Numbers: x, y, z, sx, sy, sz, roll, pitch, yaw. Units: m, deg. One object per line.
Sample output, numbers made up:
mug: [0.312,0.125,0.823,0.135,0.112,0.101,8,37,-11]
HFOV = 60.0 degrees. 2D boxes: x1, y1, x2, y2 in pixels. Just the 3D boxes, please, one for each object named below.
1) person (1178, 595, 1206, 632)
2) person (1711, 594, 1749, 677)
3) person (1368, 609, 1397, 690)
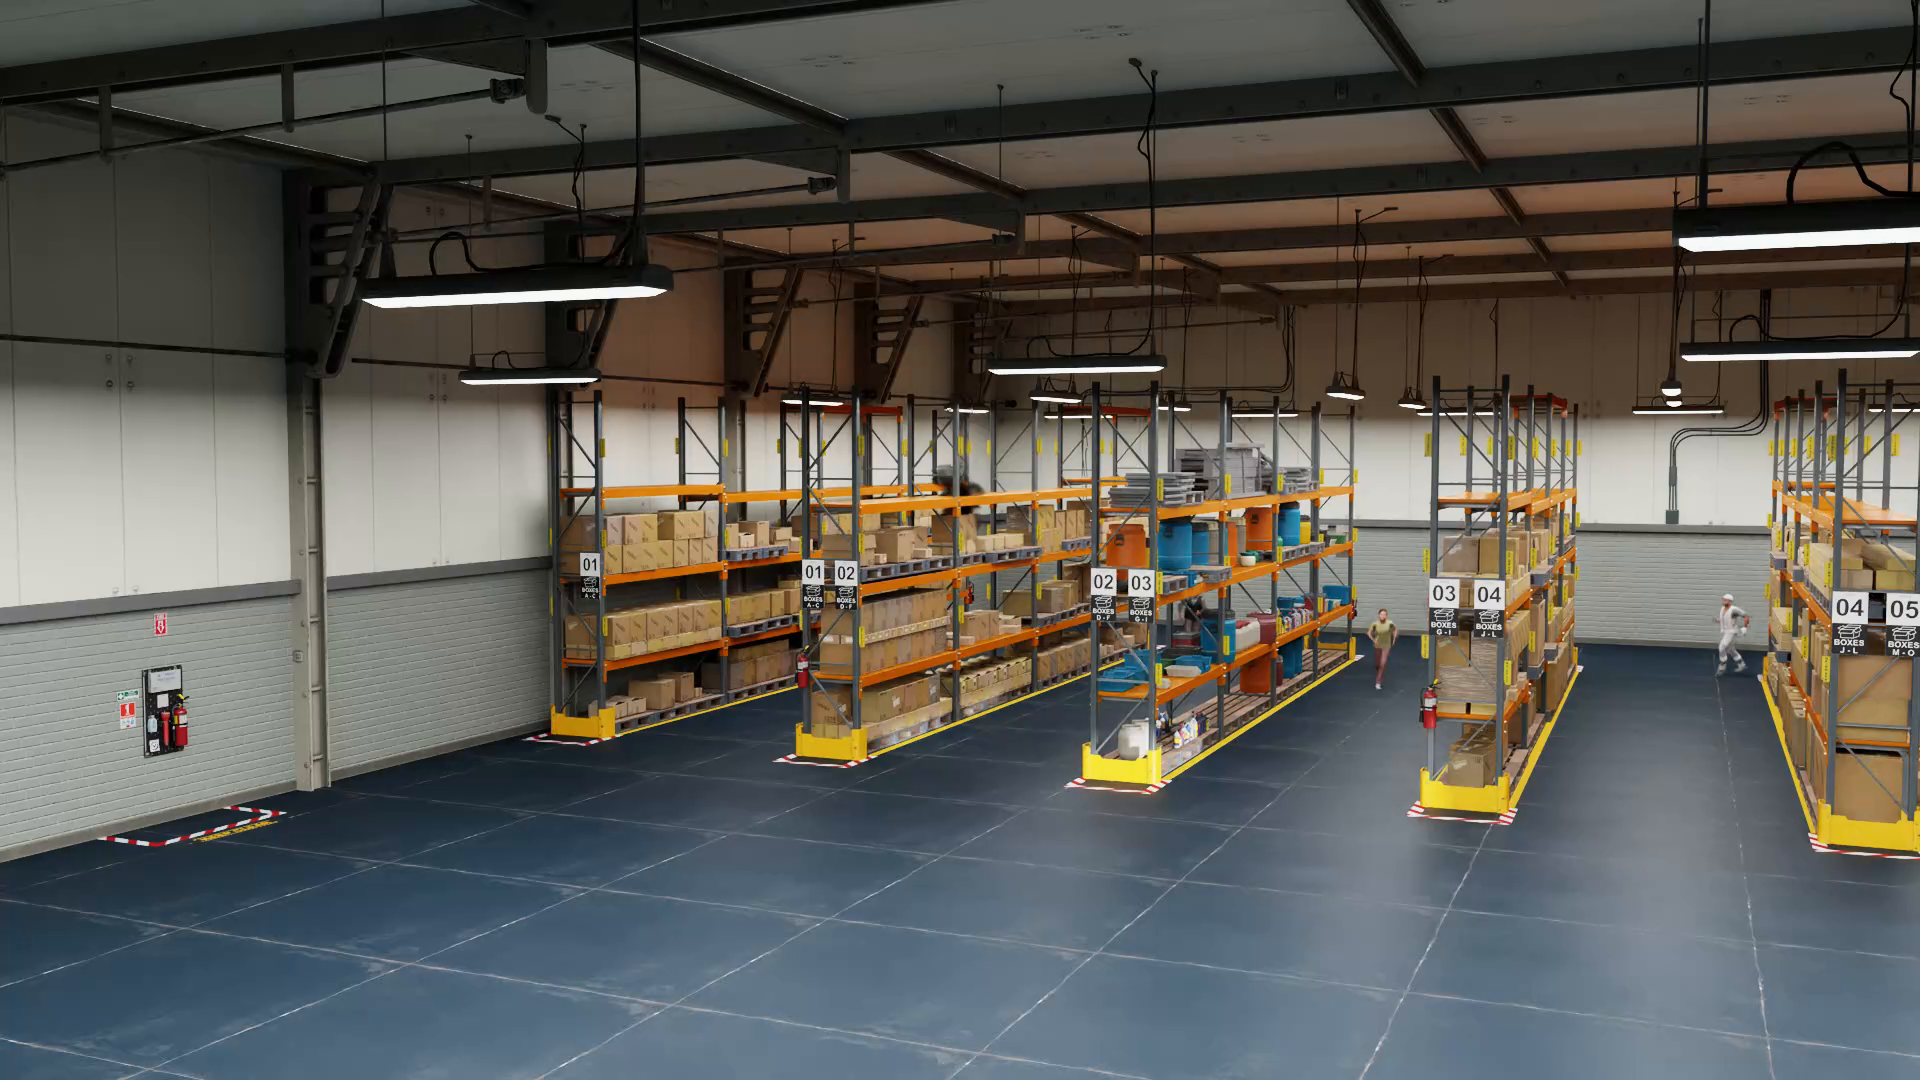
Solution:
person: [5.621,1.941,40.248,0.684,1.697,0.691,0,3,9]
person: [16.981,2.093,36.664,0.876,1.817,0.661,-1,3,-10]
person: [8.848,2.260,34.848,0.602,1.660,0.916,1,3,16]
